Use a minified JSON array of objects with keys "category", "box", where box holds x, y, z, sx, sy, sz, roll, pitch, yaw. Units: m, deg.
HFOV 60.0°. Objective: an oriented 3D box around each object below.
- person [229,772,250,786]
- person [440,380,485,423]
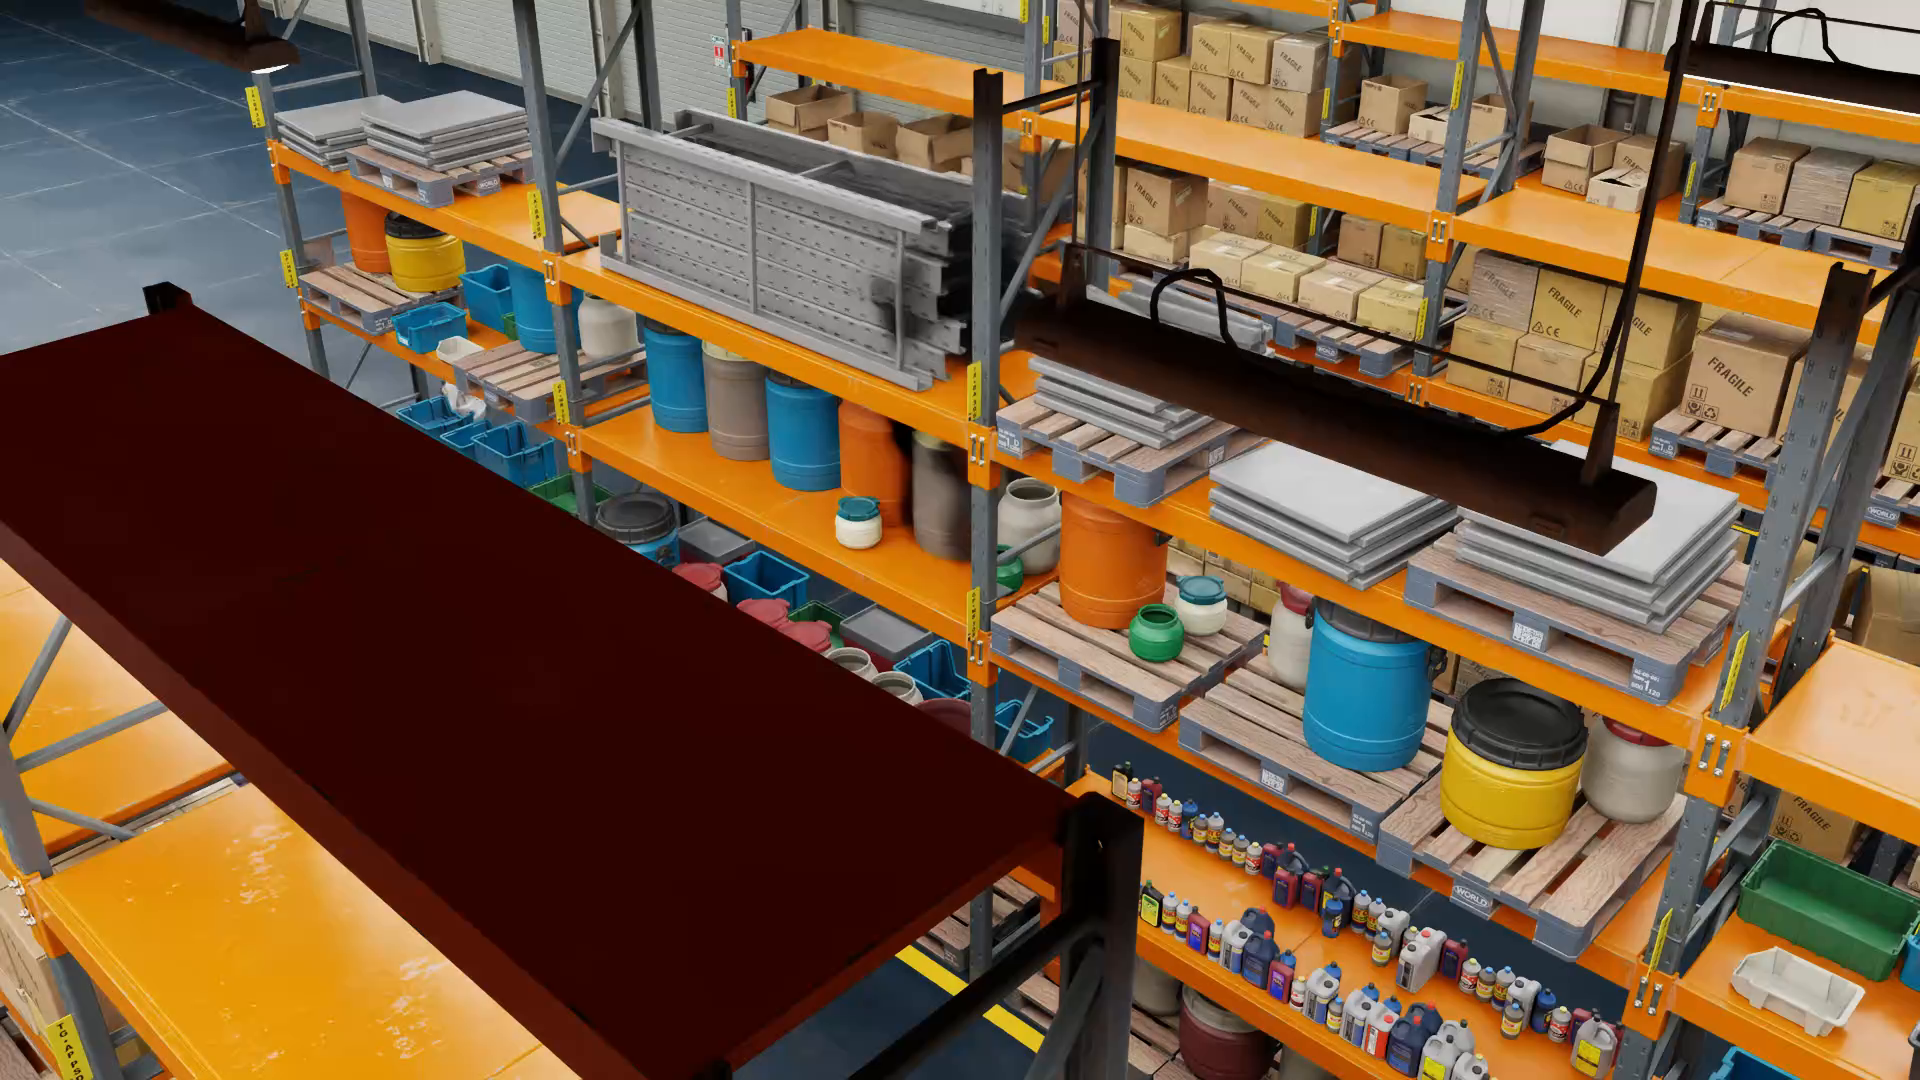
[{"category":"person","box":[-4.628,1.808,11.304,0.919,1.651,0.599,18,34,28]},{"category":"person","box":[-4.926,-1.215,16.719,0.762,1.696,0.632,7,30,11]}]
